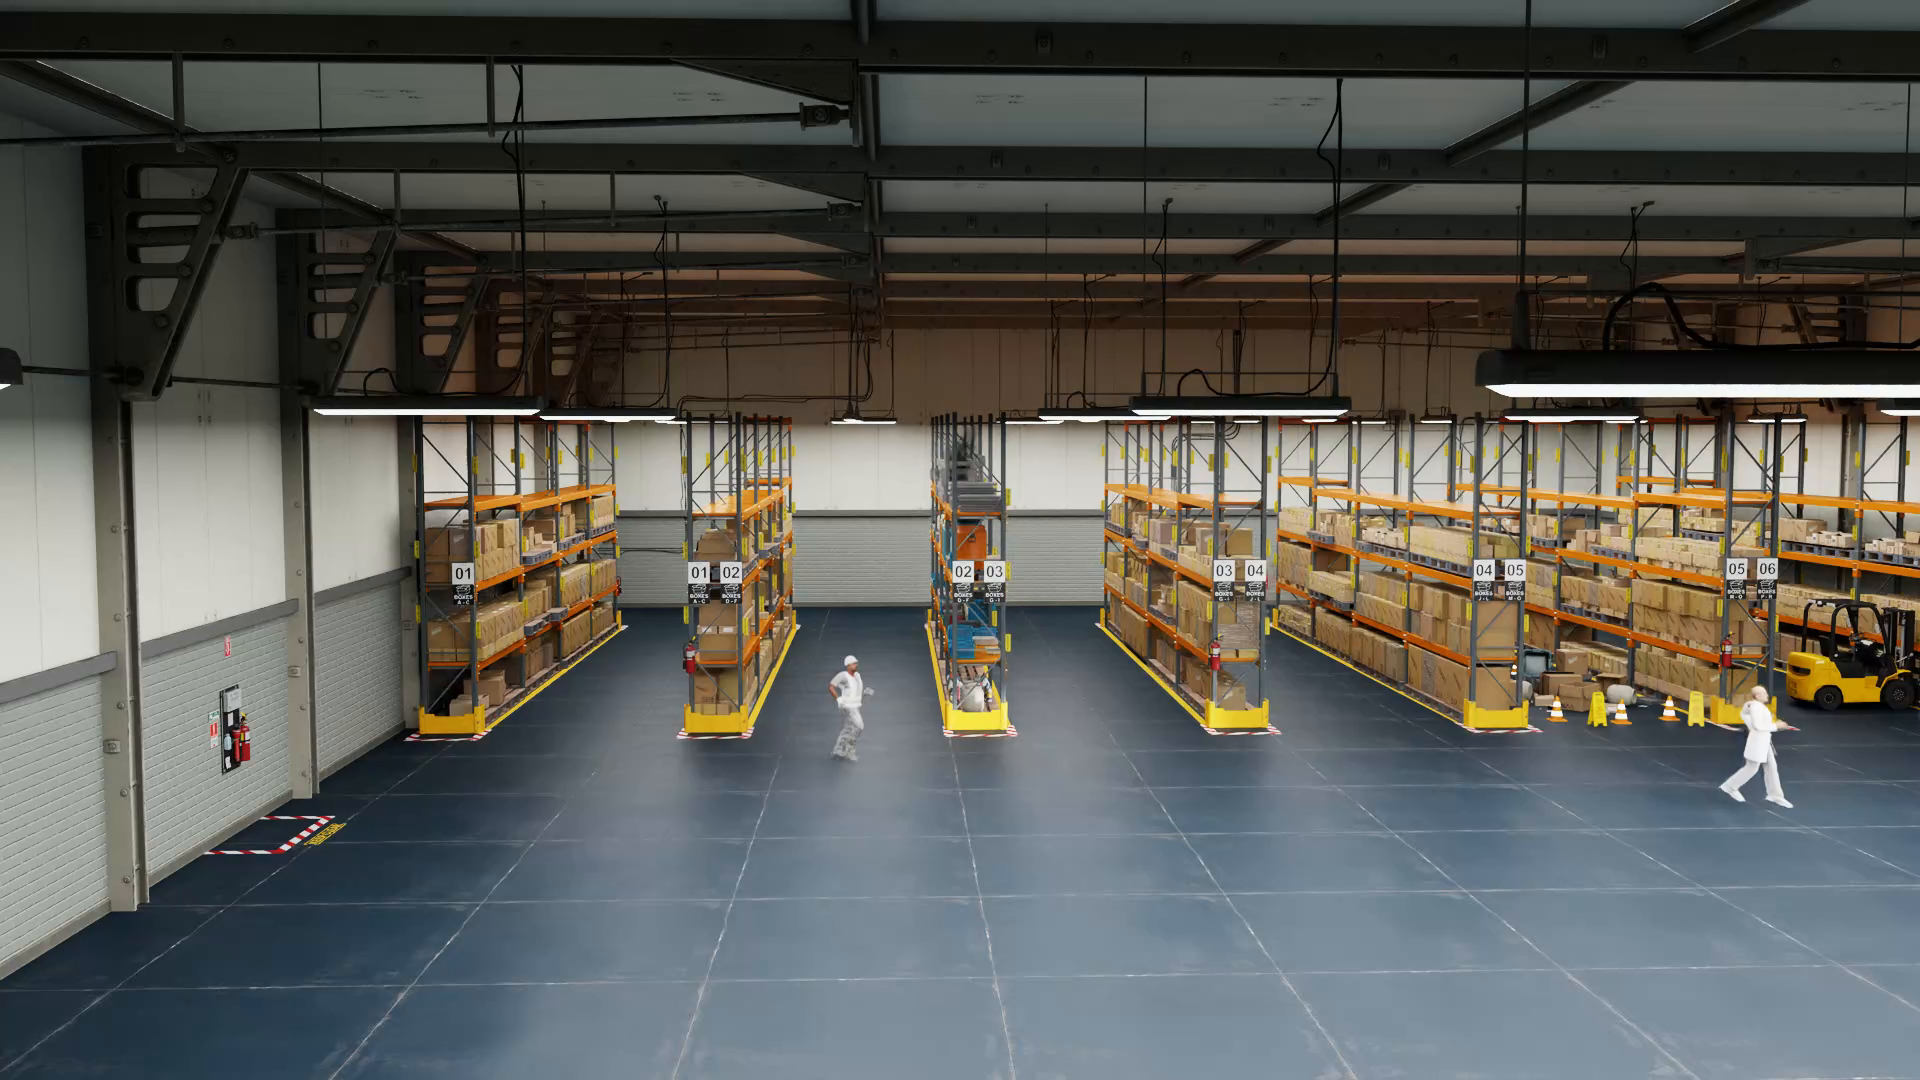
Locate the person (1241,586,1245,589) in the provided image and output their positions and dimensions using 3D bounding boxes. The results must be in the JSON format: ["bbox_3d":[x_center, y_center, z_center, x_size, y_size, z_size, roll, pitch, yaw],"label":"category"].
[{"bbox_3d":[7.891,1.782,44.817,0.686,1.811,0.899,0,4,0],"label":"person"}]

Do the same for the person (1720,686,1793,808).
[{"bbox_3d":[12.031,3.103,25.075,0.986,1.808,0.701,2,5,32],"label":"person"}]

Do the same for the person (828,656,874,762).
[{"bbox_3d":[-1.861,2.899,28.554,0.746,1.822,0.654,2,4,22],"label":"person"}]
